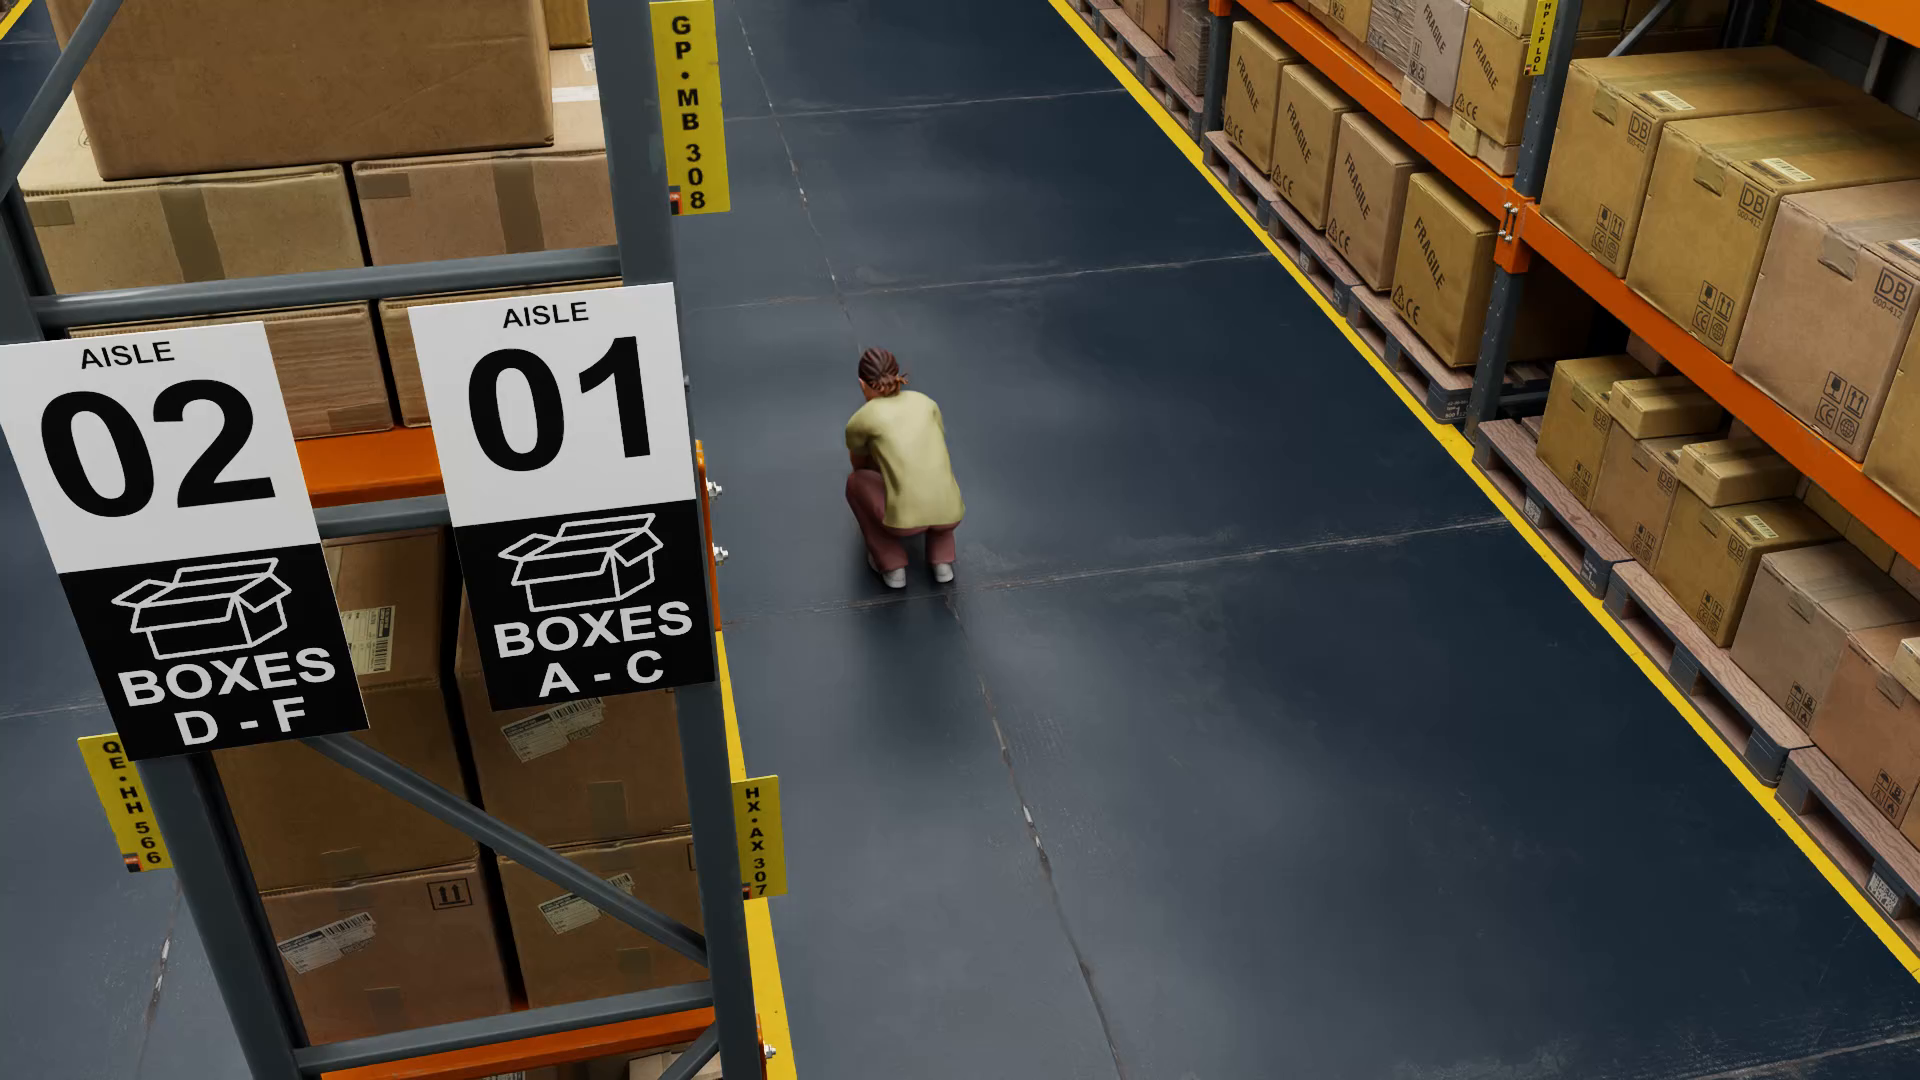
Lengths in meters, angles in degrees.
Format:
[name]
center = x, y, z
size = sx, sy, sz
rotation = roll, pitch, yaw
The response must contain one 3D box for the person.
[person]
center = -0.256, -0.333, 7.290
size = 0.472, 0.938, 0.804
rotation = -10, 36, -14
